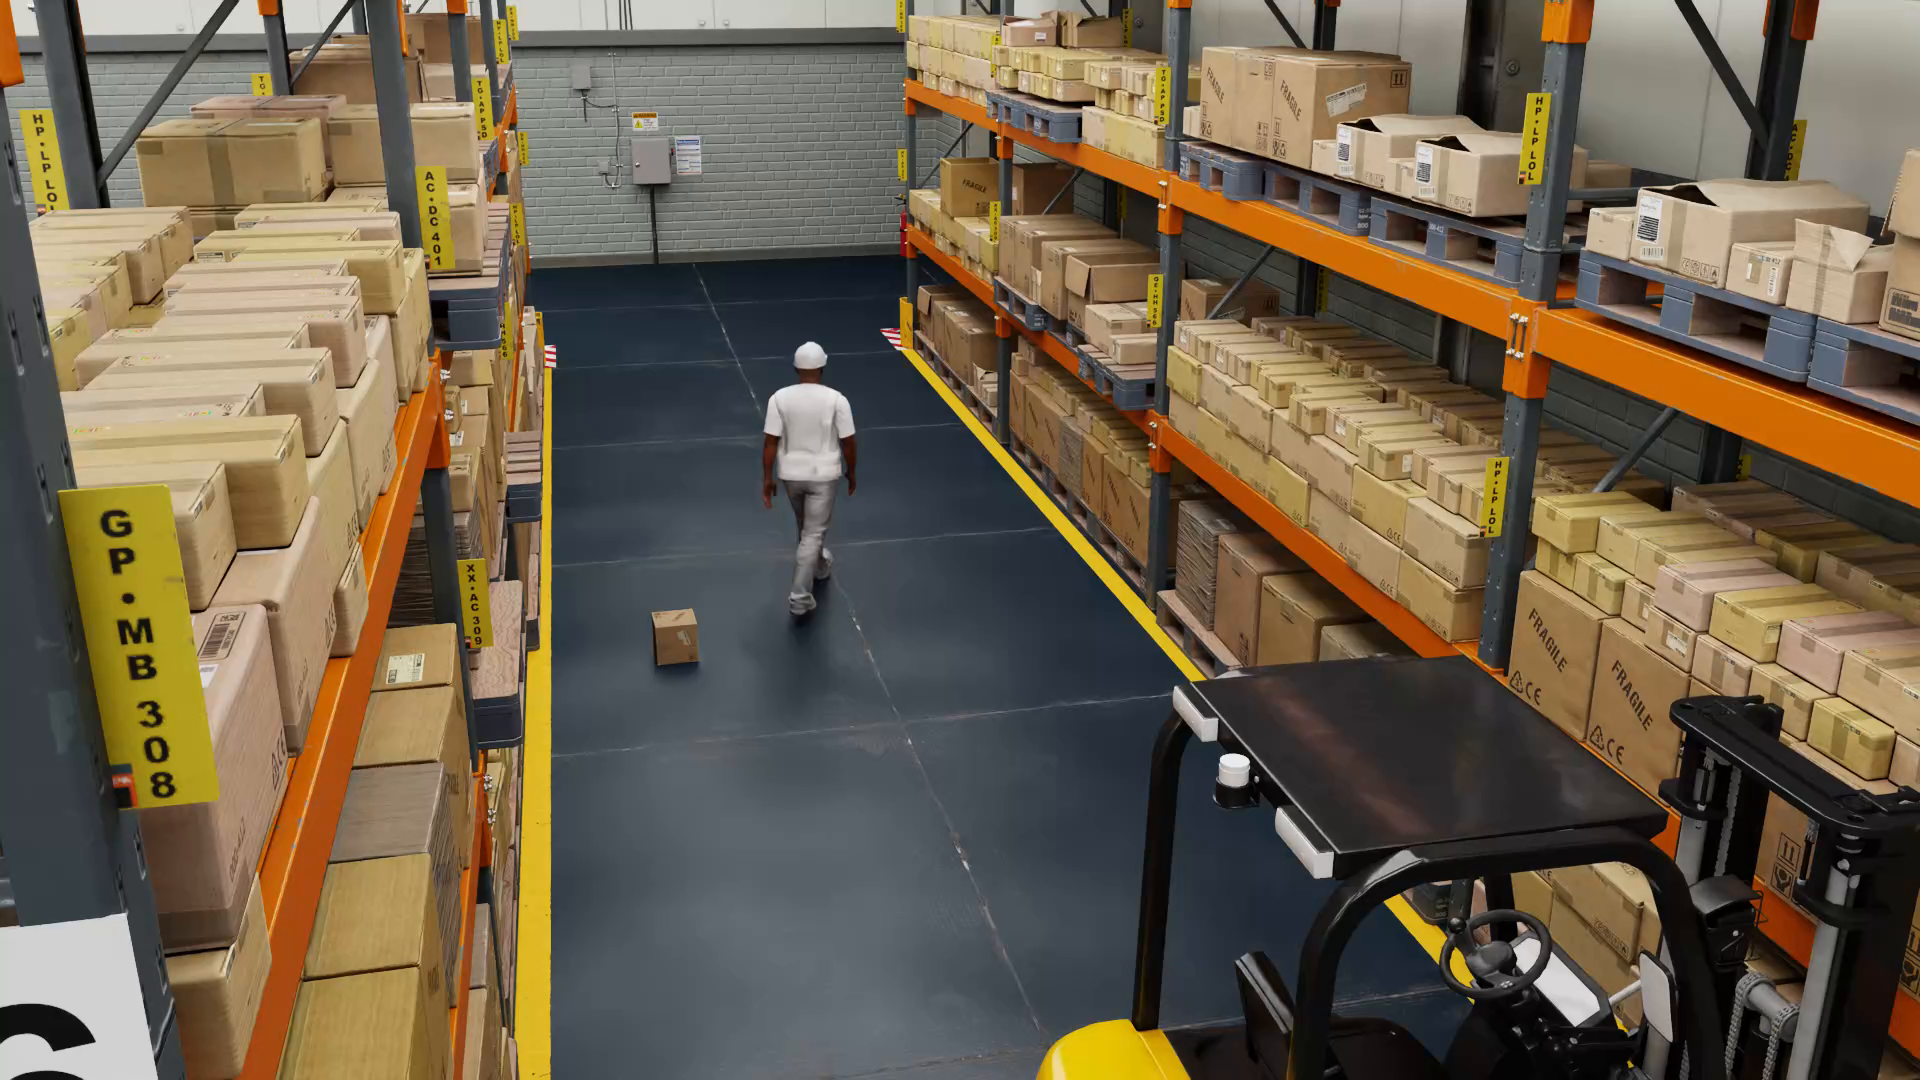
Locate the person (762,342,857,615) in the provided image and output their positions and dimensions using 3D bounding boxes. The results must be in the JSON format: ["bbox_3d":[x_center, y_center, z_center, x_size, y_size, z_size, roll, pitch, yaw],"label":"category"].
[{"bbox_3d":[-0.950,-0.440,10.809,0.575,1.709,1.098,5,20,13],"label":"person"}]
